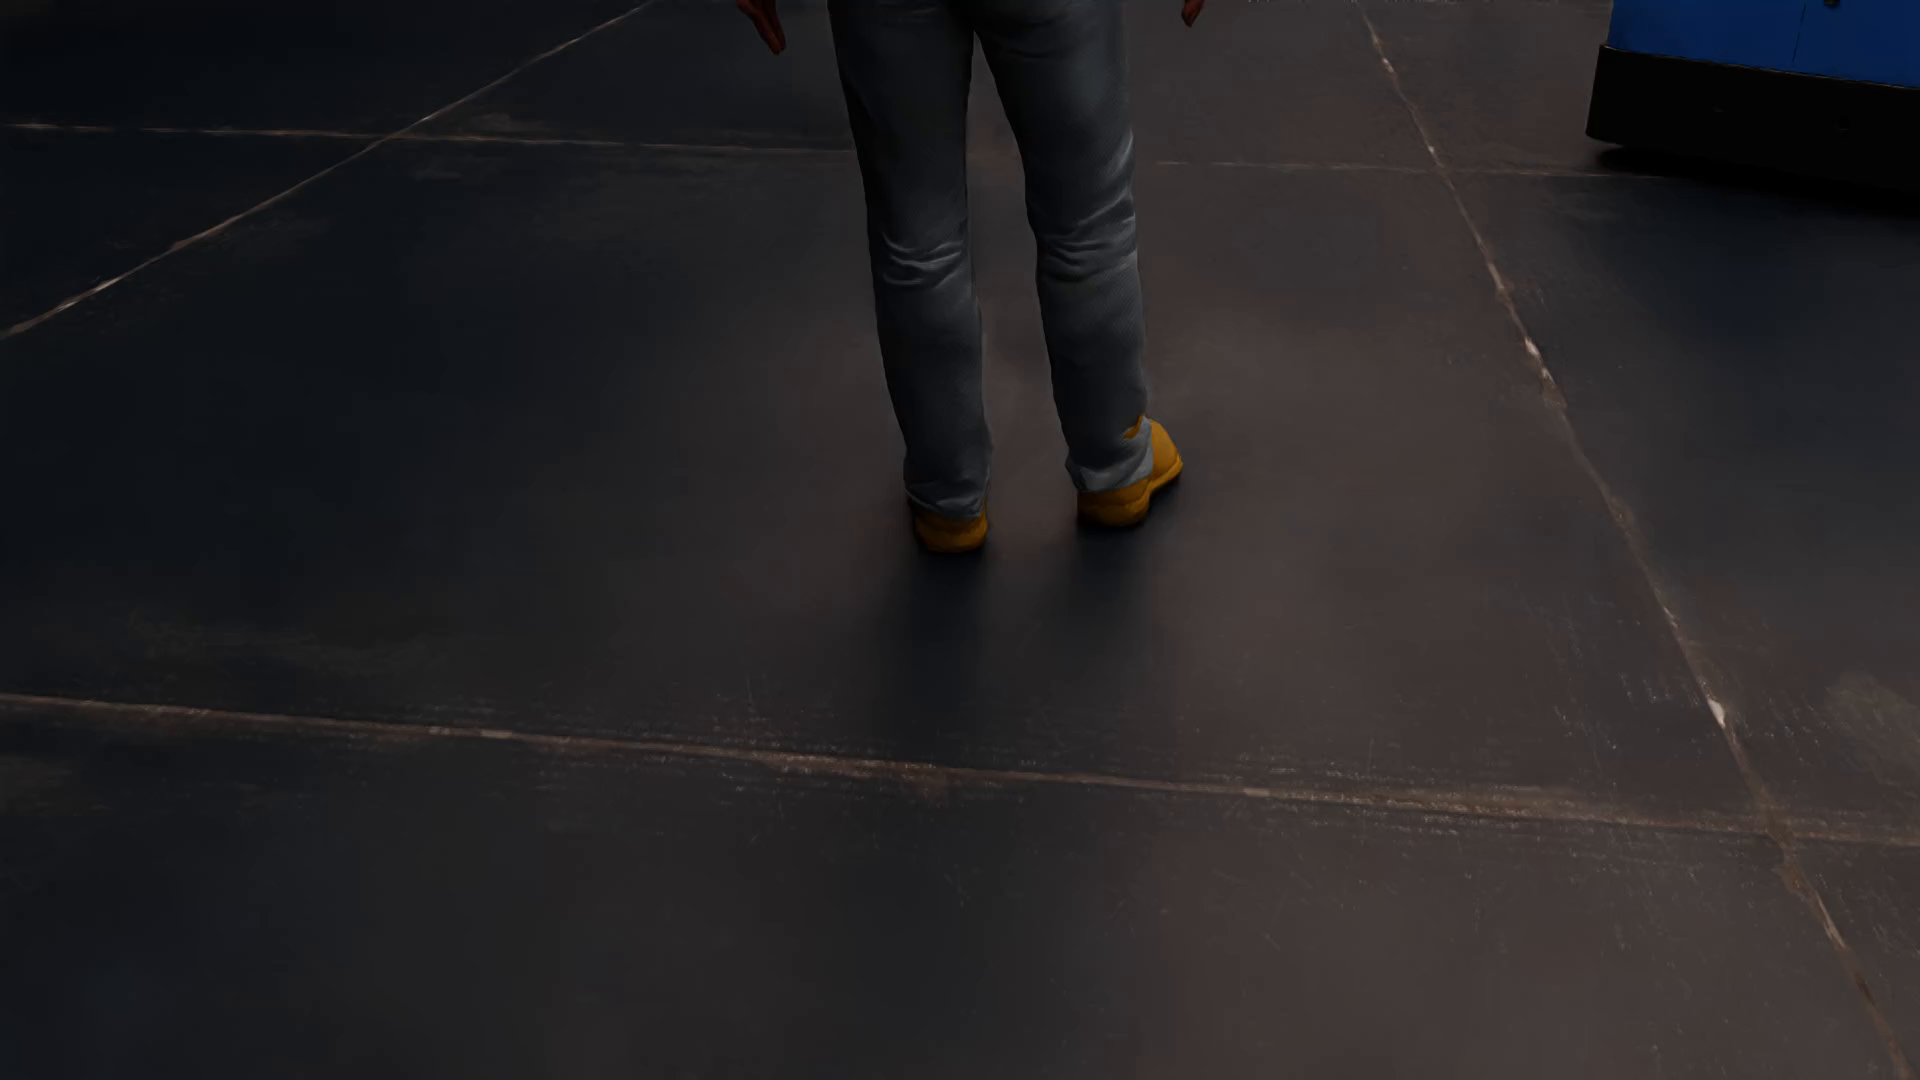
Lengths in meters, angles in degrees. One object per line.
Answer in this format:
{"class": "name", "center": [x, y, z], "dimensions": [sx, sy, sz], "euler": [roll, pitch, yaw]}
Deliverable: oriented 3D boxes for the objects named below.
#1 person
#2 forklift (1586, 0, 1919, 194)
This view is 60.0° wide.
{"class": "person", "center": [0.015, -0.824, 2.165], "dimensions": [0.665, 1.760, 0.576], "euler": [3, 27, 7]}
{"class": "forklift", "center": [3.103, -2.681, 4.592], "dimensions": [1.130, 2.935, 3.031], "euler": [23, 35, 38]}
